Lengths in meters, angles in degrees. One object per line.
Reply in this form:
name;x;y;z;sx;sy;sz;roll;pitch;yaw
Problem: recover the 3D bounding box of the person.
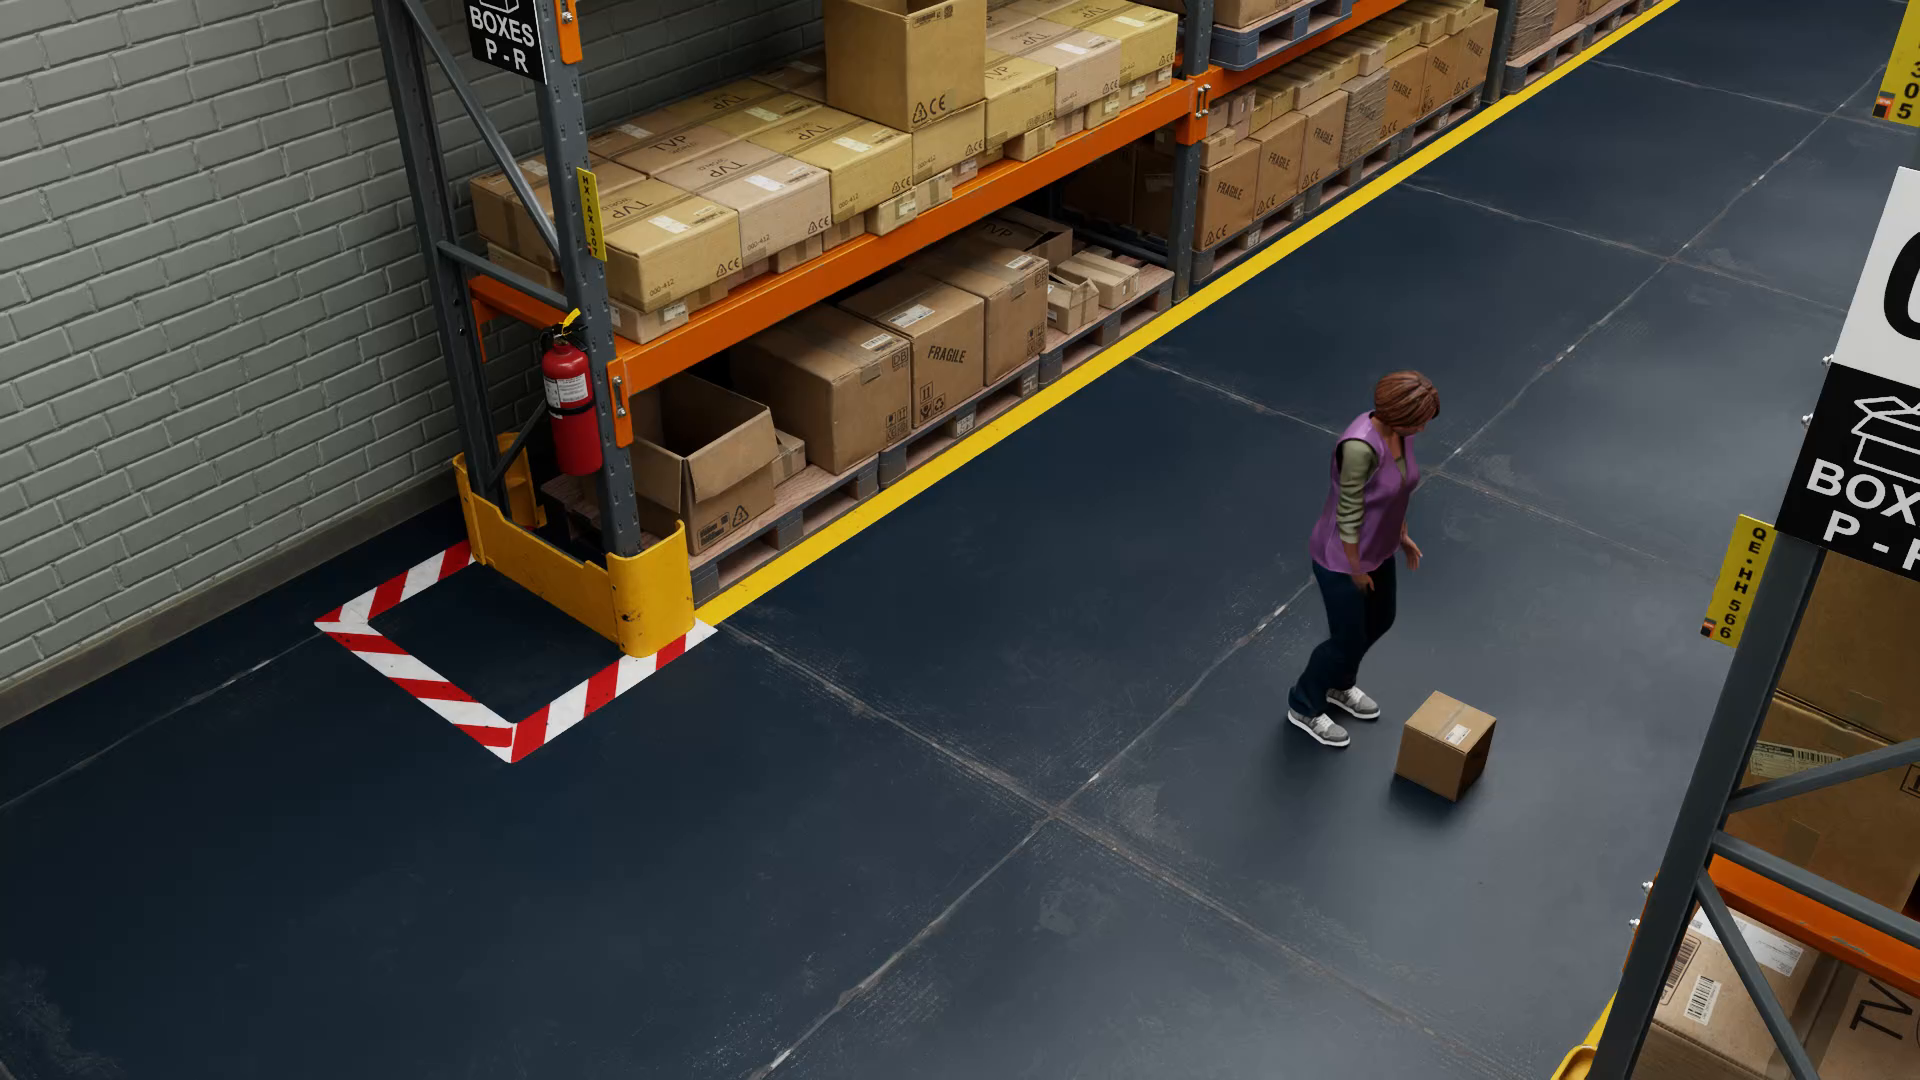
person;1.482;0.056;6.120;0.353;1.556;0.420;27;43;32
